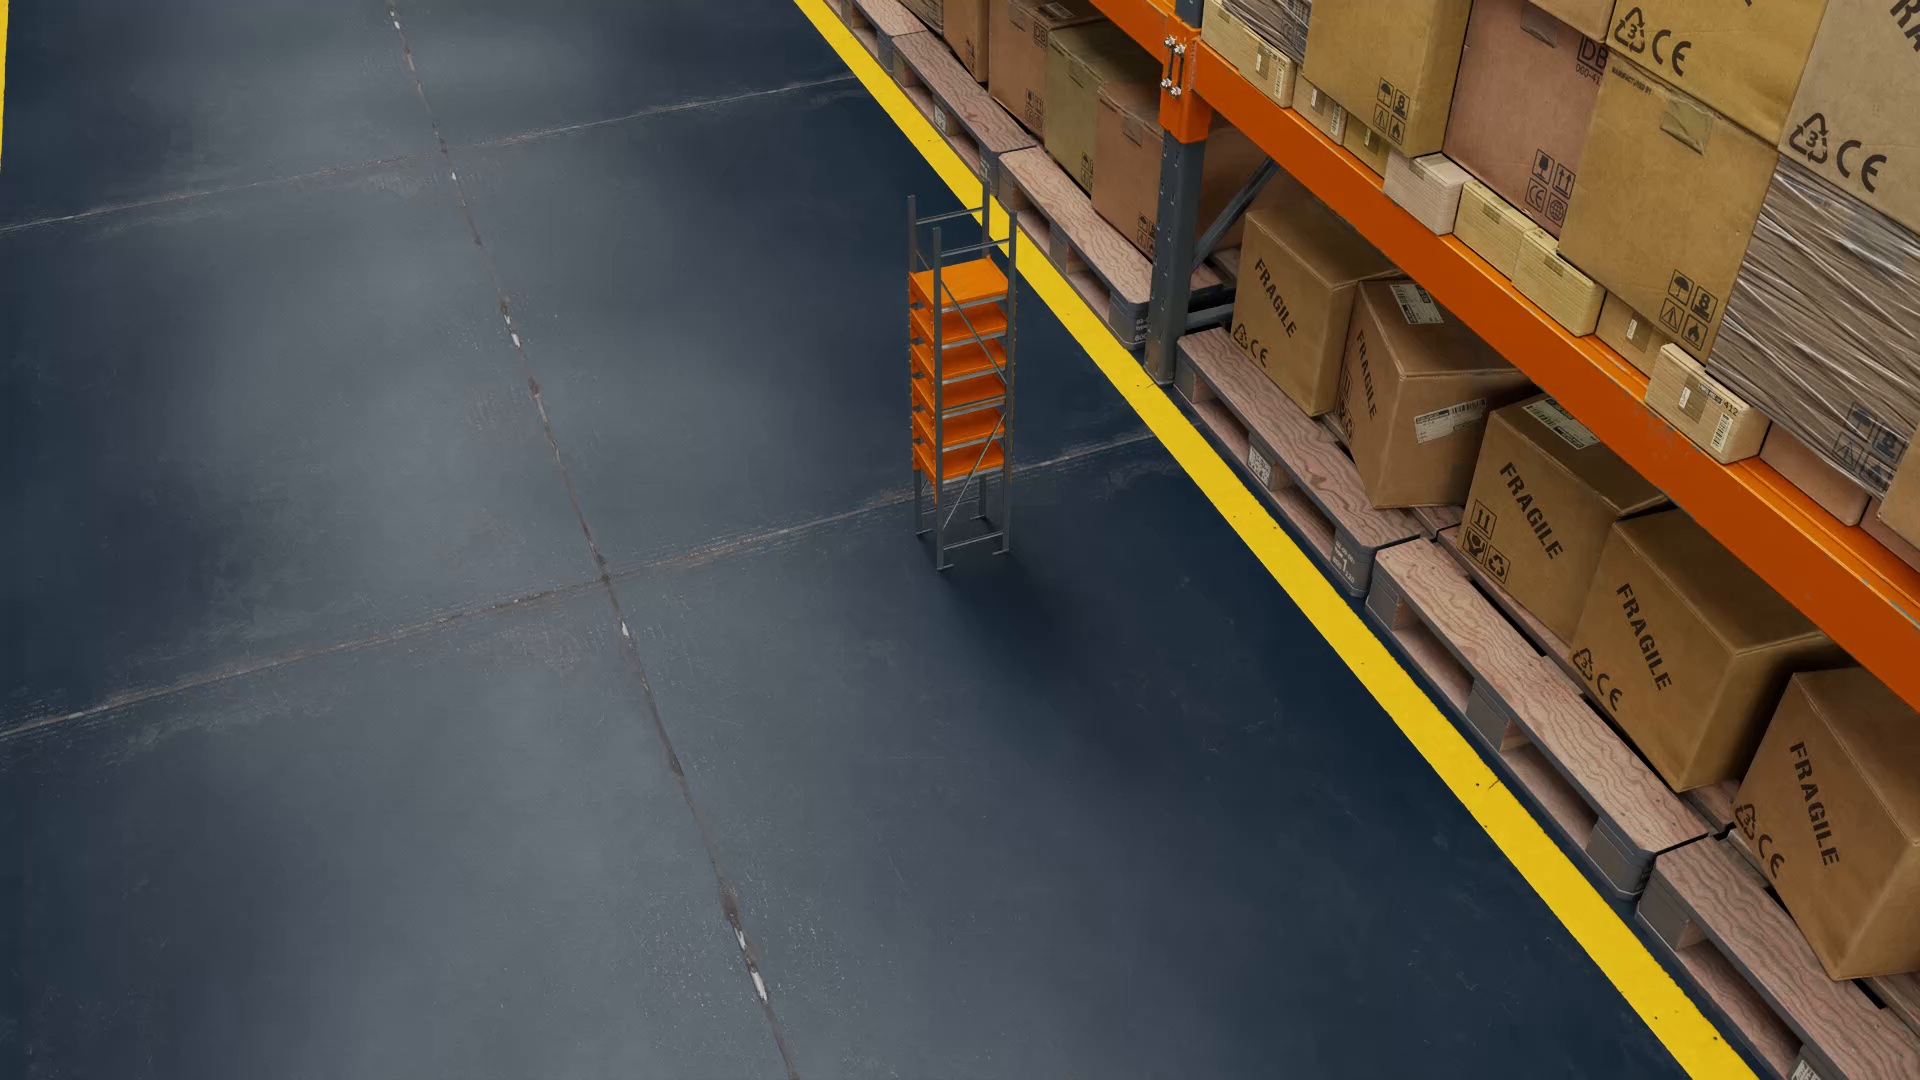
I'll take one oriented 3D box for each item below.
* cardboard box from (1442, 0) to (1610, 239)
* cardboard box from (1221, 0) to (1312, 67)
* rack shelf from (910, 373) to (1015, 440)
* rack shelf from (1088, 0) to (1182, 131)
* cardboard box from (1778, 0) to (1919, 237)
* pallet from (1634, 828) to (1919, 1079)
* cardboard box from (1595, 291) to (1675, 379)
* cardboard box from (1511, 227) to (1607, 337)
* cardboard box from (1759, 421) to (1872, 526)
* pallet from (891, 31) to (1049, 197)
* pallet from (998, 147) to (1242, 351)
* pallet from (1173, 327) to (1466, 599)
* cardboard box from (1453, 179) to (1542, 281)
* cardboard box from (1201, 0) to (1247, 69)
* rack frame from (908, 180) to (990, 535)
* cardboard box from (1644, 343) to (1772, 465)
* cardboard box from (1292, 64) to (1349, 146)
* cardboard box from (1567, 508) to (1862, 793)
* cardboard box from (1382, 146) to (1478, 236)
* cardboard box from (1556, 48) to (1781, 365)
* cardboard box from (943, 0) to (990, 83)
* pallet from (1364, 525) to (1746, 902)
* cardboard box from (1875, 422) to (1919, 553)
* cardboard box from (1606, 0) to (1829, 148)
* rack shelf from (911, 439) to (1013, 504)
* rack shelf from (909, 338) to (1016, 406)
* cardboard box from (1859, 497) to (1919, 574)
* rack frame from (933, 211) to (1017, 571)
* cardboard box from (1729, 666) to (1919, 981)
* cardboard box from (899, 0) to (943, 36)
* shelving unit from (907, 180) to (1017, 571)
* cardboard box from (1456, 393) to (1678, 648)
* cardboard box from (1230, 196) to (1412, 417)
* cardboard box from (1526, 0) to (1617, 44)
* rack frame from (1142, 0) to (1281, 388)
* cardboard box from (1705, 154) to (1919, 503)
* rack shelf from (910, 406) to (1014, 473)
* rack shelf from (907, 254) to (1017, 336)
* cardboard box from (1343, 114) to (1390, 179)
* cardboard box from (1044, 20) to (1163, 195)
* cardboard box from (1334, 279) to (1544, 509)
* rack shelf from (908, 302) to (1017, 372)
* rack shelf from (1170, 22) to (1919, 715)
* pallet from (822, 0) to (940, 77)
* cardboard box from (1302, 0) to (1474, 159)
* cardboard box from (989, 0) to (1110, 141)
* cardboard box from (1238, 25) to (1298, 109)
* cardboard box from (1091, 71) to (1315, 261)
[{"bbox_3d":[1.698,-1.114,3.940,0.875,0.500,0.500,-15,43,-17],"label":"cardboard box"},{"bbox_3d":[1.255,-1.700,4.622,0.875,0.500,0.500,-15,43,-17],"label":"cardboard box"},{"bbox_3d":[0.006,-0.413,4.878,0.258,0.103,0.180,-15,43,-17],"label":"rack shelf"},{"bbox_3d":[0.375,-2.768,6.720,1.077,0.370,4.000,-15,43,-17],"label":"rack shelf"},{"bbox_3d":[1.846,-0.827,2.840,0.500,0.500,0.500,-15,43,-17],"label":"cardboard box"},{"bbox_3d":[2.363,1.087,3.824,1.003,0.211,1.213,-15,43,-17],"label":"pallet"},{"bbox_3d":[1.668,-0.497,3.720,0.380,0.149,0.250,-15,43,-17],"label":"cardboard box"},{"bbox_3d":[1.531,-0.636,3.882,0.380,0.149,0.250,-15,43,-17],"label":"cardboard box"},{"bbox_3d":[1.877,-0.200,3.375,0.380,0.149,0.250,-15,43,-17],"label":"cardboard box"},{"bbox_3d":[0.370,-1.983,7.394,1.003,0.211,1.213,-15,43,-17],"label":"pallet"},{"bbox_3d":[0.841,-1.247,6.539,1.003,0.211,1.213,-15,43,-17],"label":"pallet"},{"bbox_3d":[1.430,-0.383,5.533,1.003,0.211,1.213,-15,43,-17],"label":"pallet"},{"bbox_3d":[1.445,-0.789,4.060,0.380,0.149,0.250,-15,43,-17],"label":"cardboard box"},{"bbox_3d":[0.944,-1.536,4.928,0.380,0.149,0.250,-15,43,-17],"label":"cardboard box"},{"bbox_3d":[-0.029,-0.501,4.913,0.240,1.200,0.006,-15,43,-17],"label":"rack frame"},{"bbox_3d":[1.700,-0.329,3.524,0.380,0.149,0.250,-15,43,-17],"label":"cardboard box"},{"bbox_3d":[1.149,-1.239,4.582,0.380,0.149,0.250,-15,43,-17],"label":"cardboard box"},{"bbox_3d":[1.965,0.248,4.256,0.500,0.500,0.500,-11,42,-13],"label":"cardboard box"},{"bbox_3d":[1.311,-0.929,4.223,0.380,0.149,0.250,-15,43,-17],"label":"cardboard box"},{"bbox_3d":[1.851,-0.803,3.578,0.875,0.500,0.500,-15,43,-17],"label":"cardboard box"},{"bbox_3d":[0.332,-2.395,7.314,0.700,0.500,0.500,-12,42,-13],"label":"cardboard box"},{"bbox_3d":[1.900,0.353,4.677,1.003,0.211,1.213,-15,43,-17],"label":"pallet"},{"bbox_3d":[2.183,-0.186,2.861,0.875,0.500,0.500,-15,43,-17],"label":"cardboard box"},{"bbox_3d":[1.662,-1.131,3.193,0.500,0.500,0.500,-15,43,-17],"label":"cardboard box"},{"bbox_3d":[0.006,-0.231,5.034,0.258,0.103,0.180,-15,43,-17],"label":"rack shelf"},{"bbox_3d":[0.006,-0.504,4.799,0.258,0.103,0.180,-15,43,-17],"label":"rack shelf"},{"bbox_3d":[1.994,-0.055,3.206,0.380,0.149,0.250,-15,43,-17],"label":"cardboard box"},{"bbox_3d":[0.041,-0.391,4.785,0.240,1.200,0.006,-15,43,-17],"label":"rack frame"},{"bbox_3d":[2.187,0.630,3.812,0.500,0.500,0.500,-5,41,-6],"label":"cardboard box"},{"bbox_3d":[0.108,-2.735,7.710,0.700,0.500,0.500,-19,44,-20],"label":"cardboard box"},{"bbox_3d":[0.006,-0.446,4.849,0.258,1.200,0.189,-15,43,-17],"label":"shelving unit"},{"bbox_3d":[1.792,-0.099,4.660,0.500,0.500,0.500,-19,44,-21],"label":"cardboard box"},{"bbox_3d":[1.256,-0.796,5.471,0.500,0.500,0.500,-16,43,-18],"label":"cardboard box"},{"bbox_3d":[1.461,-1.429,3.540,0.500,0.500,0.500,-15,43,-17],"label":"cardboard box"},{"bbox_3d":[1.140,-1.836,5.084,1.000,3.000,0.127,-15,43,-17],"label":"rack frame"},{"bbox_3d":[2.032,-0.498,3.224,0.875,0.500,0.500,-15,43,-17],"label":"cardboard box"},{"bbox_3d":[0.006,-0.322,4.956,0.258,0.103,0.180,-15,43,-17],"label":"rack shelf"},{"bbox_3d":[0.006,-0.685,4.643,0.258,0.103,0.180,-15,43,-17],"label":"rack shelf"},{"bbox_3d":[1.254,-1.090,4.410,0.380,0.149,0.250,-15,43,-17],"label":"cardboard box"},{"bbox_3d":[0.760,-1.722,6.532,0.700,0.500,0.500,-15,43,-17],"label":"cardboard box"},{"bbox_3d":[1.482,-0.453,5.072,0.500,0.500,0.500,-3,41,-3],"label":"cardboard box"},{"bbox_3d":[0.006,-0.594,4.721,0.258,0.103,0.180,-15,43,-17],"label":"rack shelf"},{"bbox_3d":[1.905,-0.358,3.918,1.077,0.370,4.000,-15,43,-17],"label":"rack shelf"},{"bbox_3d":[-0.093,-2.717,8.248,1.003,0.211,1.213,-15,43,-17],"label":"pallet"},{"bbox_3d":[1.414,-1.390,4.261,0.875,0.500,0.500,-15,43,-17],"label":"cardboard box"},{"bbox_3d":[0.545,-2.059,6.924,0.700,0.500,0.500,-19,44,-20],"label":"cardboard box"},{"bbox_3d":[1.028,-1.382,4.750,0.380,0.149,0.250,-15,43,-17],"label":"cardboard box"},{"bbox_3d":[0.925,-1.430,6.192,0.700,0.500,0.500,-18,44,-20],"label":"cardboard box"}]
